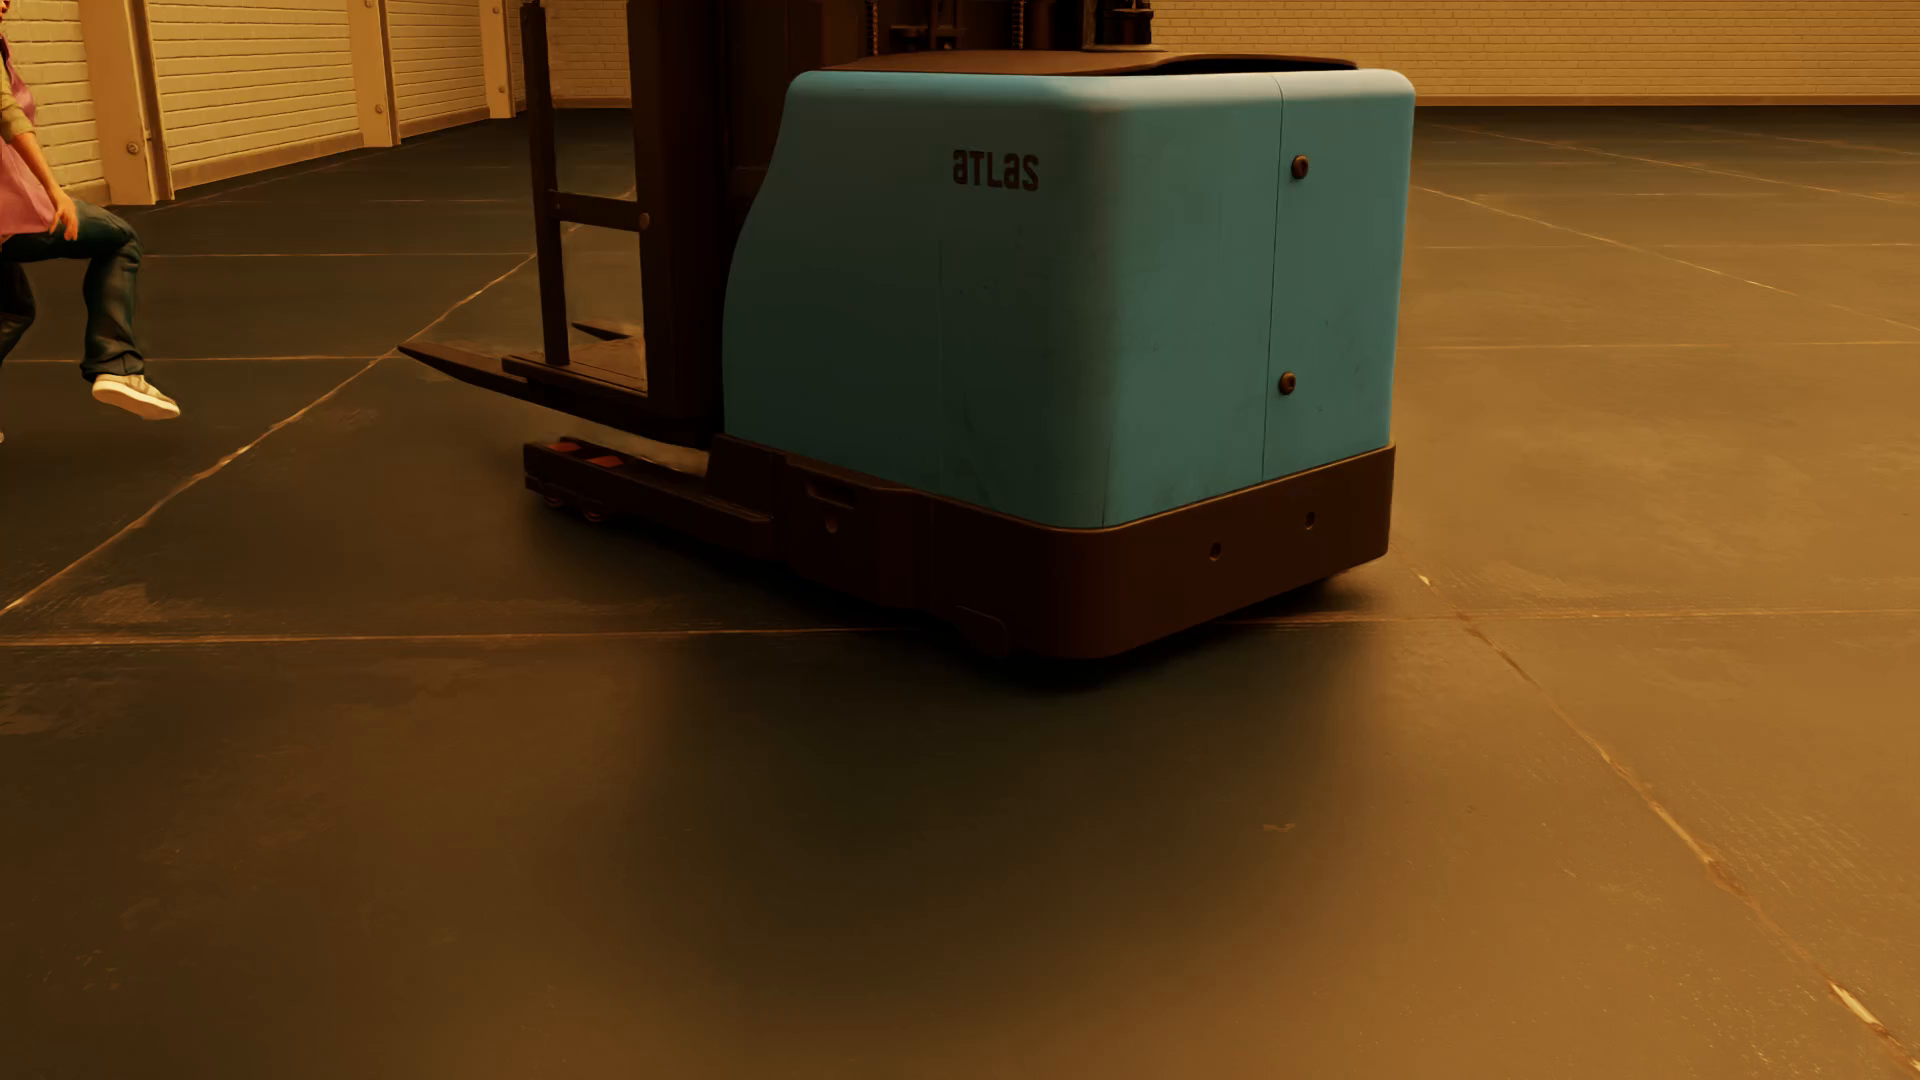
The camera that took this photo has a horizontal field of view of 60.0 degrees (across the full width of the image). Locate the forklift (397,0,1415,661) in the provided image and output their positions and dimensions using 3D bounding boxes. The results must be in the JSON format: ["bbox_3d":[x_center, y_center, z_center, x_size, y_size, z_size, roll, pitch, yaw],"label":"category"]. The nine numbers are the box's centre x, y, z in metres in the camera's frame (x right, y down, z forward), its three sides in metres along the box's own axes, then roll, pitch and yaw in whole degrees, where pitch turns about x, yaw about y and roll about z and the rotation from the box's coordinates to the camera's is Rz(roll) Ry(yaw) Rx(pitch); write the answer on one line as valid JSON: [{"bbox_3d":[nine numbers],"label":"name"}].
[{"bbox_3d":[-0.450,-1.533,3.917,1.130,2.935,3.031,-15,23,-41],"label":"forklift"}]

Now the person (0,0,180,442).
[{"bbox_3d":[-2.603,-0.919,4.637,0.659,1.379,0.621,3,17,11],"label":"person"}]
